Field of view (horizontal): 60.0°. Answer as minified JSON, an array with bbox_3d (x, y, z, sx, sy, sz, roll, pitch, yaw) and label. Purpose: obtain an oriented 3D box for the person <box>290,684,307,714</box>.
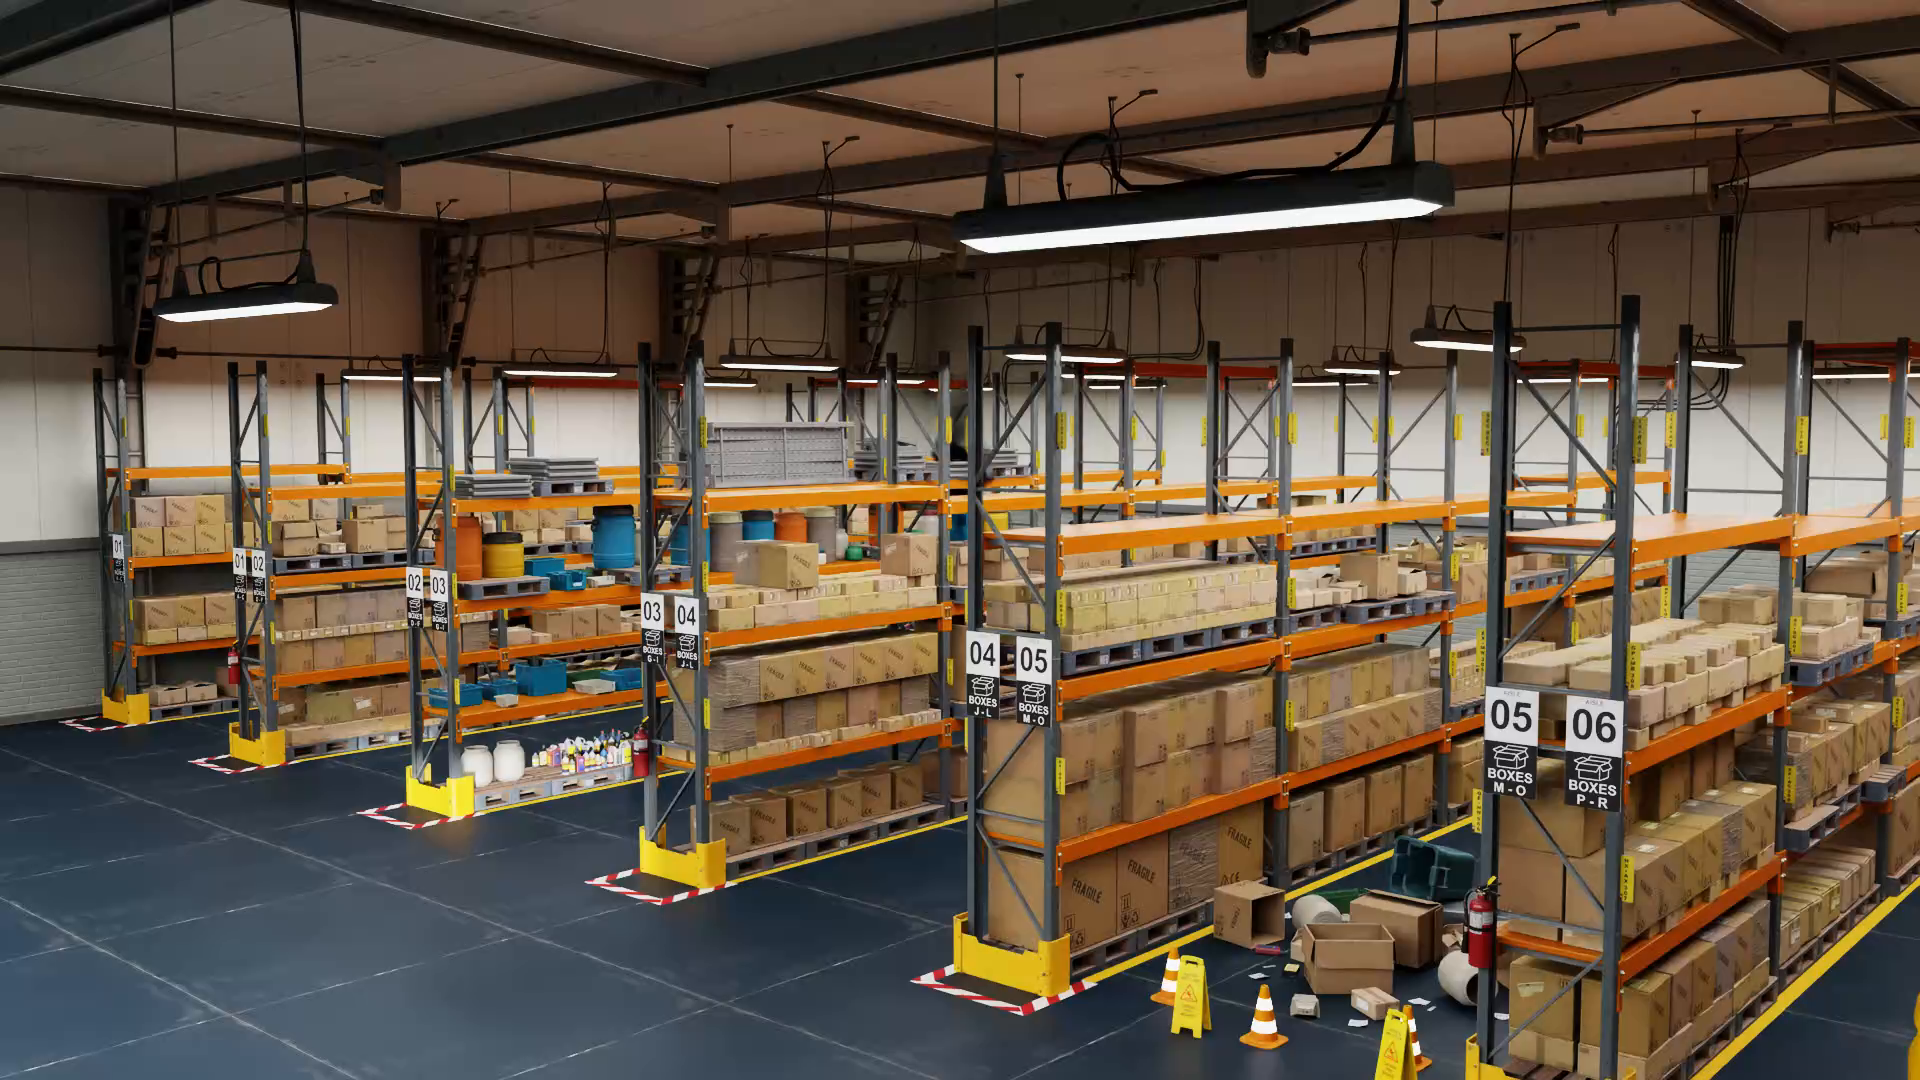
[{"bbox_3d":[-10.850,2.379,27.239,0.521,1.584,0.717,4,6,42],"label":"person"}]
